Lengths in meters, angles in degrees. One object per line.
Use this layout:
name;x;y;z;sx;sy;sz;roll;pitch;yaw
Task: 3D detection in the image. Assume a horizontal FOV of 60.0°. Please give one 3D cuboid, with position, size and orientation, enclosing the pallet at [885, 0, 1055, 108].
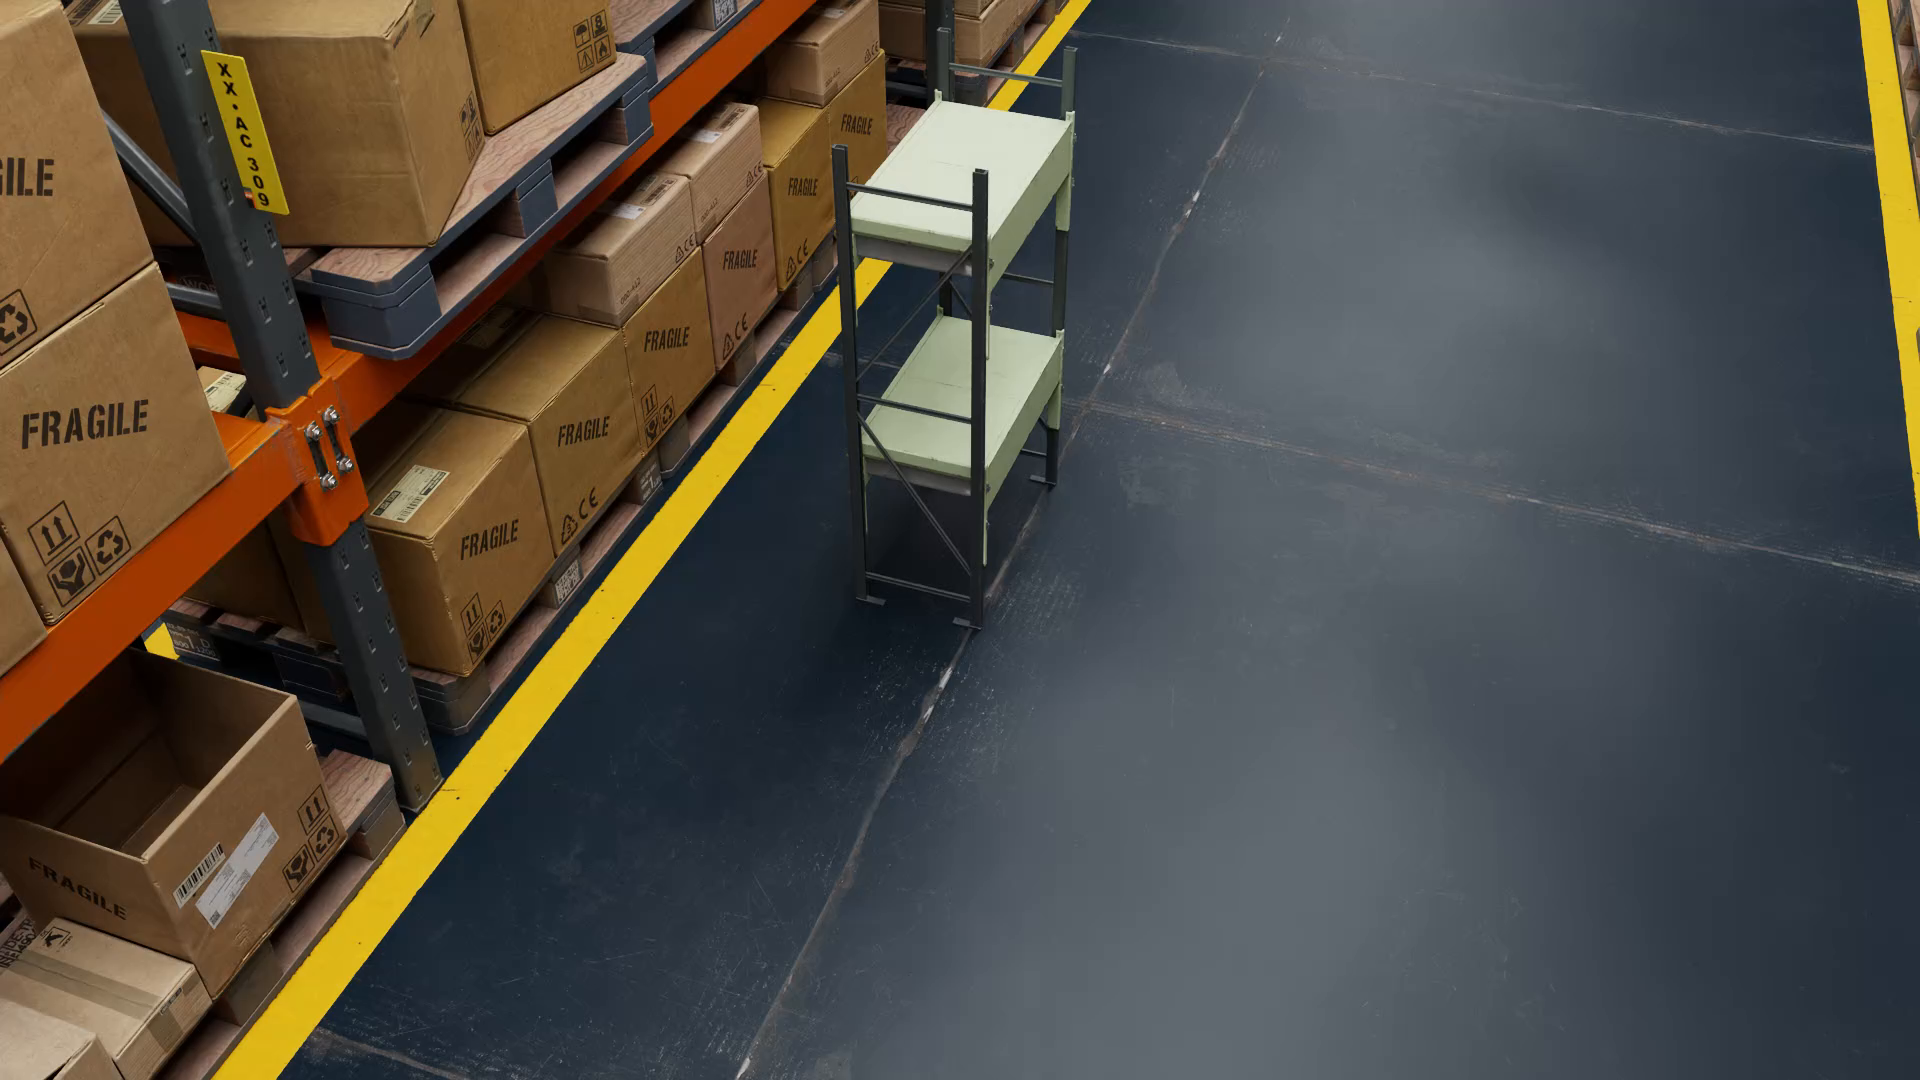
pallet;-0.194;-2.433;7.939;1.003;0.211;1.213;13;42;15

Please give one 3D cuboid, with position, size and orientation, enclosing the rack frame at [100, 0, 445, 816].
rack frame;-1.880;-0.561;3.596;1.000;3.000;0.127;13;42;15

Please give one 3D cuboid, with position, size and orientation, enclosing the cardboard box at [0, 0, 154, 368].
cardboard box;-1.809;-0.614;2.811;0.500;0.500;0.500;14;42;15

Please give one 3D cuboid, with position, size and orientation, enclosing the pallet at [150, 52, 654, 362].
pallet;-1.504;-0.951;4.202;1.003;0.211;1.213;13;42;15

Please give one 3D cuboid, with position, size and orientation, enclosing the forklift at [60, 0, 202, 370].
forklift;-2.589;-2.284;5.669;1.130;2.935;3.031;14;42;16

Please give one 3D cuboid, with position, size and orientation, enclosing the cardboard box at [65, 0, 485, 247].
cardboard box;-1.508;-0.998;3.708;0.700;0.500;0.500;0;40;0

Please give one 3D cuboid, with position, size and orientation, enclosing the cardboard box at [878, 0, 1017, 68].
cardboard box;-0.057;-2.369;7.510;0.500;0.250;0.500;13;42;15

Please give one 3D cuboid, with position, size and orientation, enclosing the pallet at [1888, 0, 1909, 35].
pallet;5.247;-2.807;8.378;1.003;0.211;1.213;13;42;15

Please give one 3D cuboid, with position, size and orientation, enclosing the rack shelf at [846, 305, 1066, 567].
rack shelf;0.002;-0.327;4.980;0.431;0.370;0.720;13;42;15

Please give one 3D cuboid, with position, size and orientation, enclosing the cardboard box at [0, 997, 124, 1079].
cardboard box;-2.064;1.162;3.309;0.500;0.311;0.500;13;42;15

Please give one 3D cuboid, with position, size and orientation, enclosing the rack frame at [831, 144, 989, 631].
rack frame;-0.123;-0.351;4.506;0.400;1.500;0.023;13;42;15

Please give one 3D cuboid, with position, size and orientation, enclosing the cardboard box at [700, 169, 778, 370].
cardboard box;-0.962;-0.958;5.648;0.500;0.500;0.500;12;42;13

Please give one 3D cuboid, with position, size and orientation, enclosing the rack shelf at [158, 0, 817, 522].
rack shelf;-1.196;-1.507;5.260;1.077;0.370;4.000;13;42;15

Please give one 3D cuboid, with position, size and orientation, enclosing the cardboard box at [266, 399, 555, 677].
cardboard box;-1.485;-0.018;4.547;0.500;0.500;0.500;11;42;13

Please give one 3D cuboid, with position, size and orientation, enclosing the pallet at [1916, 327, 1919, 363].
pallet;3.804;-0.379;5.531;1.003;0.211;1.213;13;42;15

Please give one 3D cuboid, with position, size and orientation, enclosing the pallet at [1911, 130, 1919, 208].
pallet;4.413;-1.319;6.633;1.003;0.211;1.213;13;42;15

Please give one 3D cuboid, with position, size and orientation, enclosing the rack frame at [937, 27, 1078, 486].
rack frame;0.127;-0.798;5.030;0.400;1.500;0.023;13;42;15

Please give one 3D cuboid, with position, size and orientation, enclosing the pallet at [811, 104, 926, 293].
pallet;-0.803;-1.493;6.837;1.003;0.211;1.213;13;42;15

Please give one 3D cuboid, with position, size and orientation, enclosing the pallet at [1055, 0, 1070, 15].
pallet;0.225;-3.175;8.809;1.003;0.211;1.213;13;42;15

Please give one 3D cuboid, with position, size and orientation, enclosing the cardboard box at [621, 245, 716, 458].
cardboard box;-1.135;-0.649;5.287;0.500;0.500;0.500;14;42;16

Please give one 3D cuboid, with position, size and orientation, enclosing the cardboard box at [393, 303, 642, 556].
cardboard box;-1.313;-0.346;4.932;0.500;0.500;0.500;14;42;16

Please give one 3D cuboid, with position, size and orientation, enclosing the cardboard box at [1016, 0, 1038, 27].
cardboard box;0.114;-2.675;7.870;0.500;0.250;0.500;12;42;14

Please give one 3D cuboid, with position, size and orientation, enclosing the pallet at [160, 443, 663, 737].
pallet;-1.637;-0.005;5.093;1.003;0.211;1.213;13;42;15

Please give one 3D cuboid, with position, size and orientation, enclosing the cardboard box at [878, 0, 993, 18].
cardboard box;-0.057;-2.582;7.328;0.500;0.311;0.500;15;43;17

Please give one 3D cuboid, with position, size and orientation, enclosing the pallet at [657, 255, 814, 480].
pallet;-1.222;-0.751;5.968;1.003;0.211;1.213;13;42;15

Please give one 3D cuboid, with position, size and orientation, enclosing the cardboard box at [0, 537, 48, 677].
cardboard box;-1.985;0.078;2.771;0.500;0.500;0.500;14;43;16

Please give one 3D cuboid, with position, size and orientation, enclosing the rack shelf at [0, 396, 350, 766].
rack shelf;-2.564;0.932;2.400;1.077;0.370;4.000;13;42;15

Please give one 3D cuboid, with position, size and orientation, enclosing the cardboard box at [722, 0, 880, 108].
cardboard box;-0.626;-1.845;6.110;0.500;0.250;0.500;15;43;17

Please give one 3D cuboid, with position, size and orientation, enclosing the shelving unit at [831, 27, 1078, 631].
shelving unit;0.002;-0.575;4.768;0.431;1.500;0.755;13;42;15

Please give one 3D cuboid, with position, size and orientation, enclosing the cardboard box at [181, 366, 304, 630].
cardboard box;-1.980;-0.142;4.692;0.500;0.500;0.500;13;42;15

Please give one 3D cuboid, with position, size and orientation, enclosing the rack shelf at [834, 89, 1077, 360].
rack shelf;0.002;-0.872;4.515;0.431;0.370;0.720;13;42;15

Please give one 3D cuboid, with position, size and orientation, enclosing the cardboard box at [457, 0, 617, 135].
cardboard box;-1.332;-1.432;4.216;0.700;0.500;0.500;20;44;22

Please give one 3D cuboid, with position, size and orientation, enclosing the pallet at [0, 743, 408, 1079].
pallet;-2.115;0.919;4.011;1.003;0.211;1.213;13;42;15

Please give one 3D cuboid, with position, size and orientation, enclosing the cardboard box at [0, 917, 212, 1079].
cardboard box;-1.880;1.009;3.614;0.380;0.149;0.250;13;42;15

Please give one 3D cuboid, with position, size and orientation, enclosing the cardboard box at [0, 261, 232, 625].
cardboard box;-1.810;-0.237;3.140;0.500;0.500;0.500;14;42;16

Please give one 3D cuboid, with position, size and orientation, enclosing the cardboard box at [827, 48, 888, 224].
cardboard box;-0.611;-1.595;6.395;0.500;0.500;0.500;15;43;17

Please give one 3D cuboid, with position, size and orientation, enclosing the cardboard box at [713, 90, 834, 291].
cardboard box;-0.788;-1.279;6.025;0.500;0.500;0.500;12;42;14

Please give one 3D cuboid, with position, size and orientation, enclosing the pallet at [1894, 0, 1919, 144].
pallet;4.832;-2.061;7.503;1.003;0.211;1.213;13;42;15

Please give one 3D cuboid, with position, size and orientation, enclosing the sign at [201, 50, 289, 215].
sign;-1.367;-0.775;3.180;0.100;0.325;0.005;13;42;15

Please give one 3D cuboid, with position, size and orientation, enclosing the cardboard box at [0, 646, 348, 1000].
cardboard box;-1.808;0.633;3.784;0.500;0.500;0.500;13;42;15

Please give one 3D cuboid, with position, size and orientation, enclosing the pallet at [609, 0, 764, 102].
pallet;-1.173;-1.741;5.127;1.003;0.211;1.213;13;42;15

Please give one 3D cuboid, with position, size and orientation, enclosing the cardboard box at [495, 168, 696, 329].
cardboard box;-1.143;-0.914;5.019;0.500;0.250;0.500;13;42;15

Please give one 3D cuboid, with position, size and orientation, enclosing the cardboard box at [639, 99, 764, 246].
cardboard box;-0.972;-1.220;5.378;0.500;0.250;0.500;13;42;14

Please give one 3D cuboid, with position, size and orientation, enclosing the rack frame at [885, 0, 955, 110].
rack frame;-0.512;-3.001;6.456;1.000;3.000;0.127;13;42;15
